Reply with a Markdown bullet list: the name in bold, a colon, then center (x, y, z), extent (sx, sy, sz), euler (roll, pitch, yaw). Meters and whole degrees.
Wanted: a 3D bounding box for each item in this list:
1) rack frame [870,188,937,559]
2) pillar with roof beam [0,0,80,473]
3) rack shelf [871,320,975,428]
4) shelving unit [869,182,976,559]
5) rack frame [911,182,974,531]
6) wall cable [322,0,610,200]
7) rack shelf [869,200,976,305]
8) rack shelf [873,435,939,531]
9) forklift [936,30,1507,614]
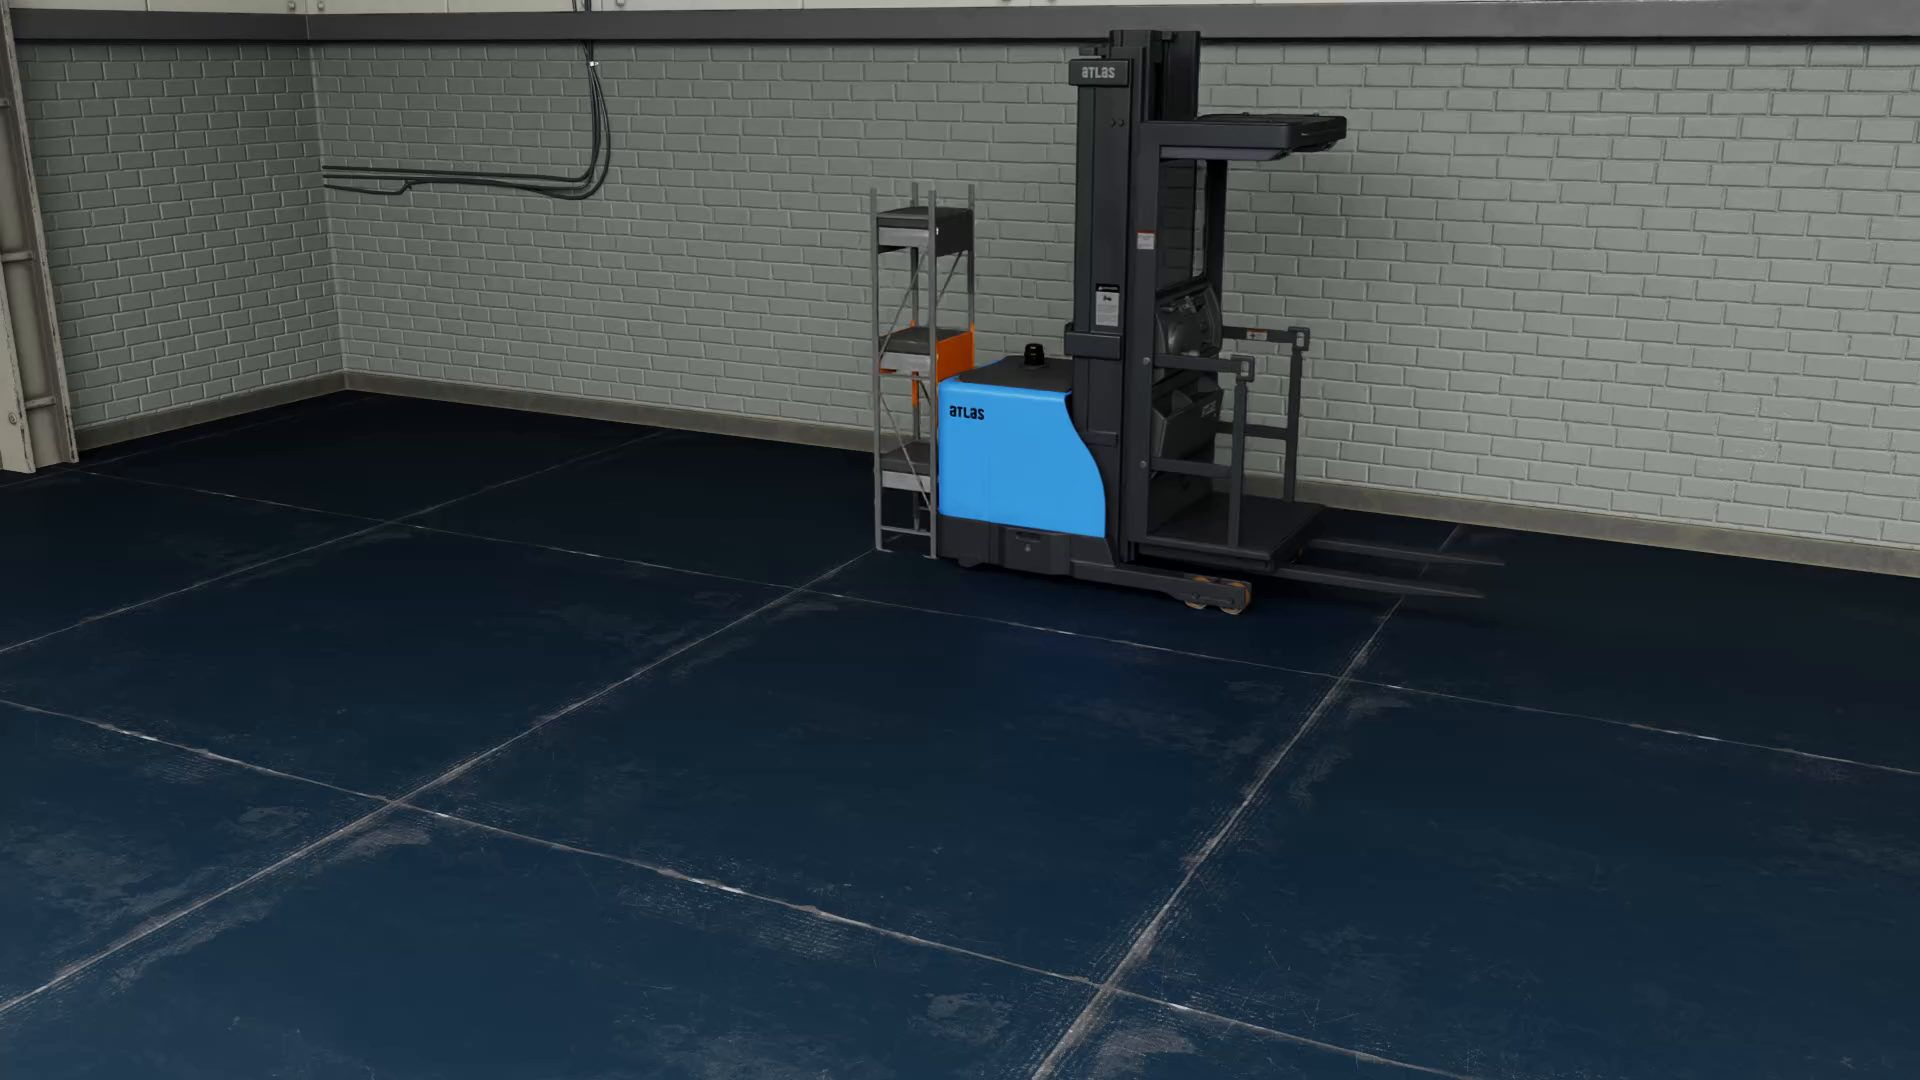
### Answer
- **rack frame**: center (-0.316, -0.922, 9.440), extent (0.400, 2.100, 0.015), euler (8, 18, 25)
- **pillar with roof beam**: center (-2.686, -4.300, 8.698), extent (9.100, 9.000, 0.400), euler (8, 18, 25)
- **rack shelf**: center (-0.208, -0.971, 9.653), extent (0.431, 0.518, 0.480), euler (8, 18, 25)
- **shelving unit**: center (-0.208, -0.984, 9.649), extent (0.431, 2.100, 0.503), euler (8, 18, 25)
- **rack frame**: center (-0.100, -1.046, 9.859), extent (0.400, 2.100, 0.015), euler (8, 18, 25)
- **wall cable**: center (-4.037, -3.942, 12.944), extent (3.097, 2.526, 0.112), euler (8, 18, 25)
- **rack shelf**: center (-0.208, -1.642, 9.454), extent (0.431, 0.518, 0.480), euler (8, 18, 25)
- **rack shelf**: center (-0.208, -0.300, 9.853), extent (0.431, 0.518, 0.480), euler (8, 18, 25)
- **forklift**: center (1.414, -1.188, 8.877), extent (3.031, 2.935, 1.130), euler (8, 18, 26)
